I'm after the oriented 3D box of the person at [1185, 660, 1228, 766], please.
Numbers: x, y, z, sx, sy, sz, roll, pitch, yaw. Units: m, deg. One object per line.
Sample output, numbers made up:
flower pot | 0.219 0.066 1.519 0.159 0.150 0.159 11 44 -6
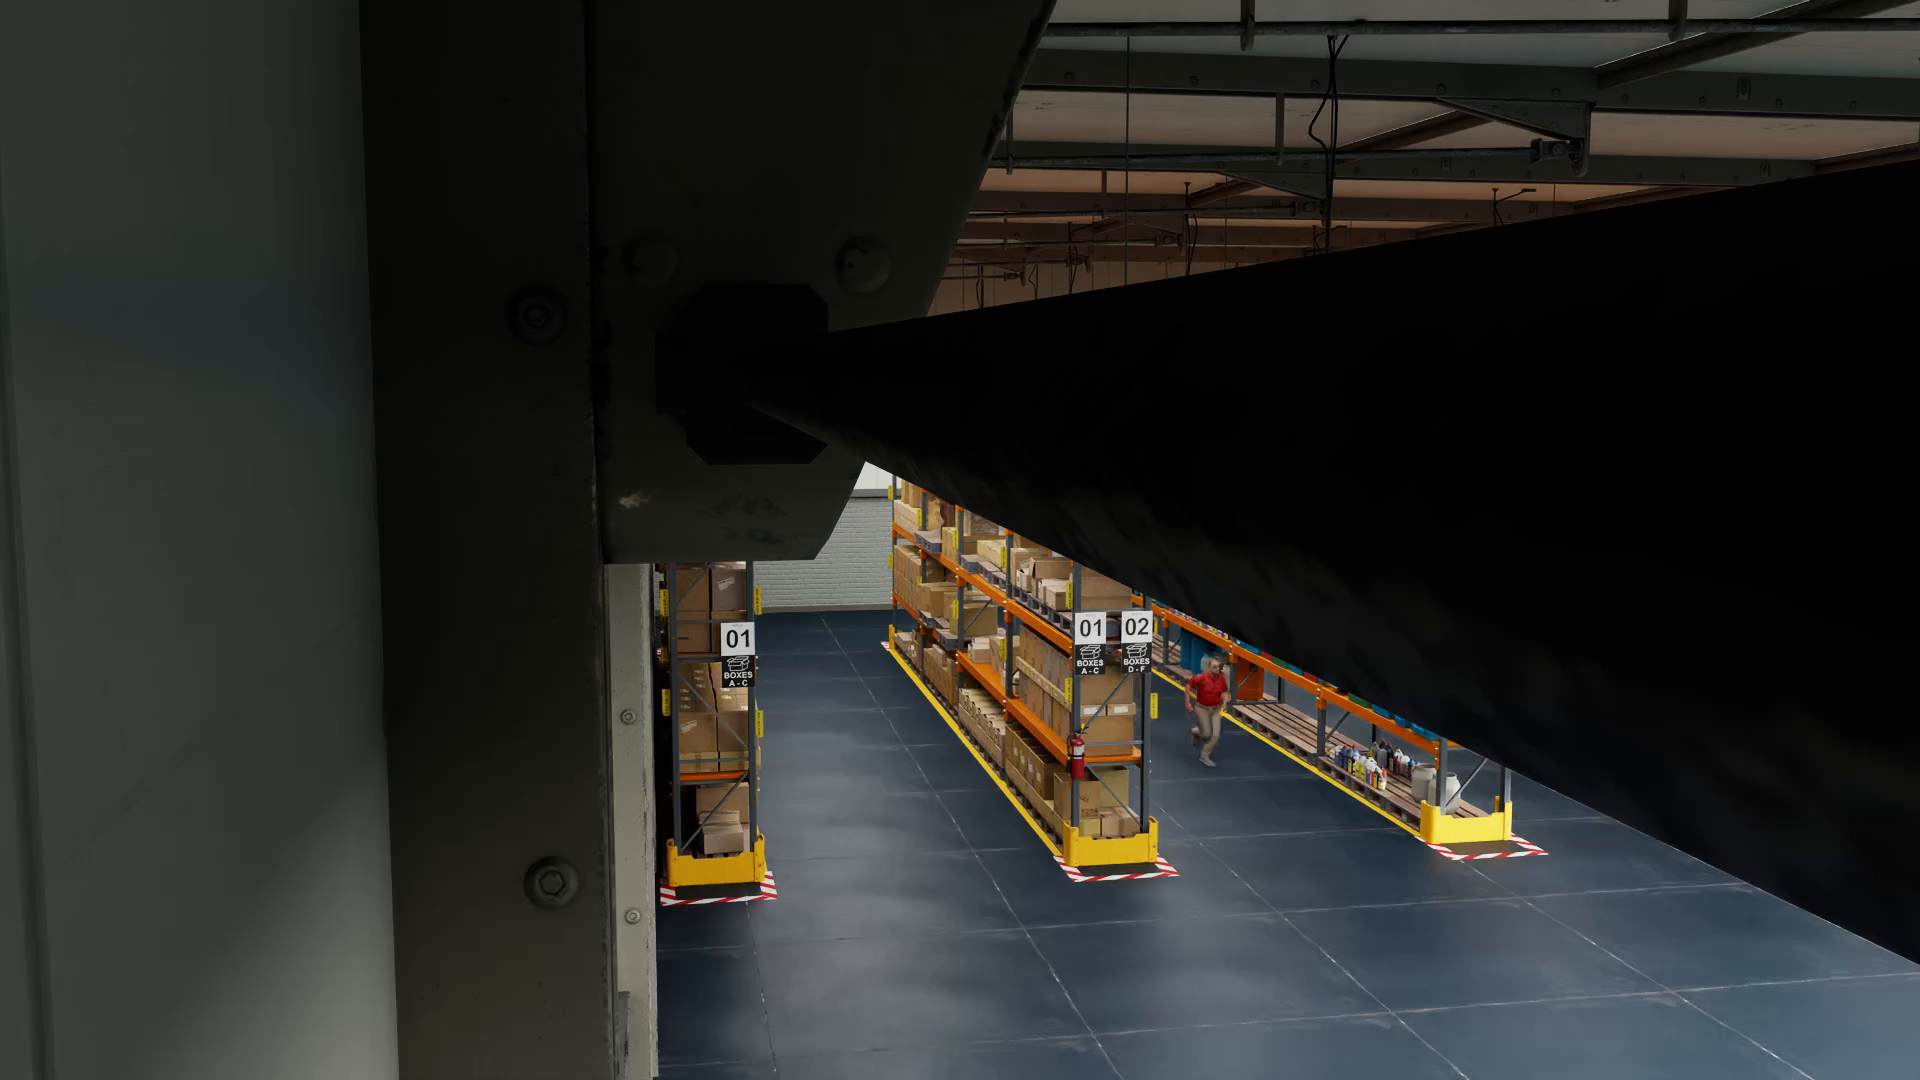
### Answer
person | 3.889 2.702 26.115 0.702 1.679 0.705 -2 7 -20
